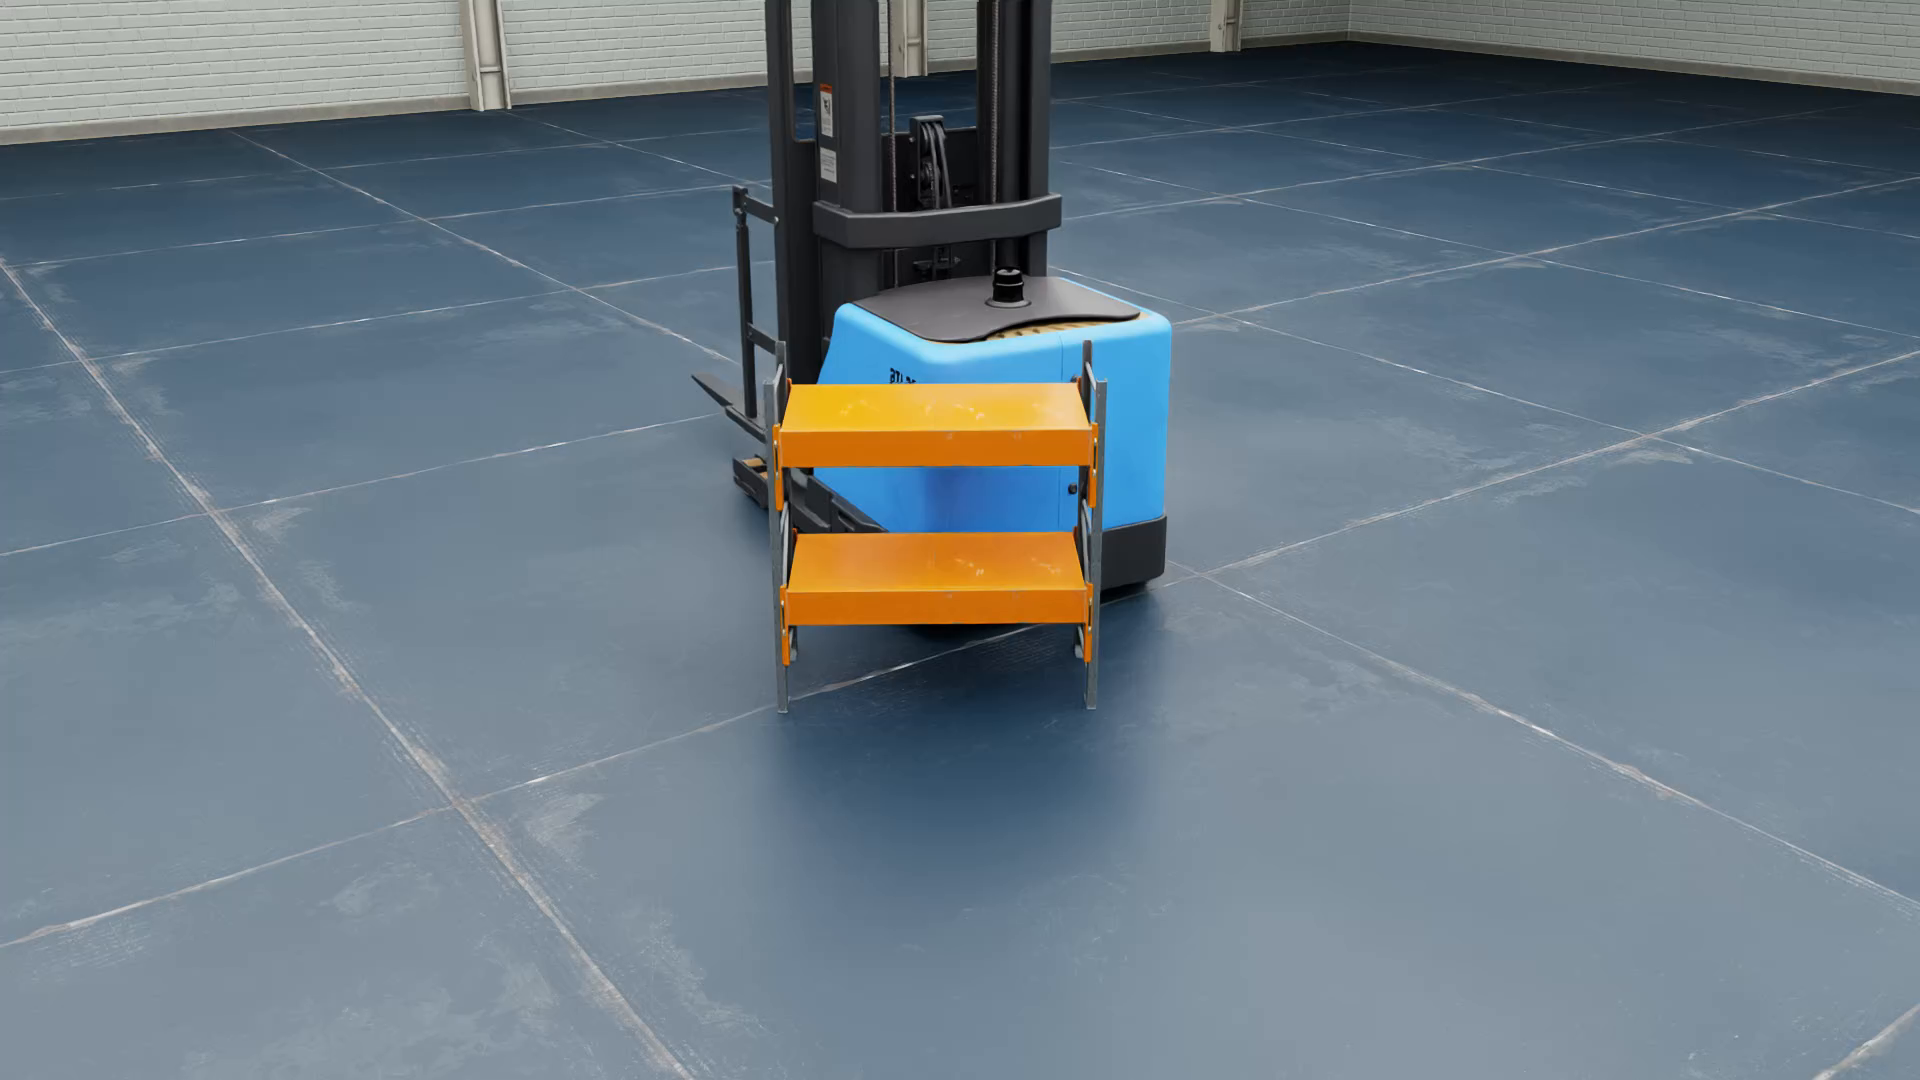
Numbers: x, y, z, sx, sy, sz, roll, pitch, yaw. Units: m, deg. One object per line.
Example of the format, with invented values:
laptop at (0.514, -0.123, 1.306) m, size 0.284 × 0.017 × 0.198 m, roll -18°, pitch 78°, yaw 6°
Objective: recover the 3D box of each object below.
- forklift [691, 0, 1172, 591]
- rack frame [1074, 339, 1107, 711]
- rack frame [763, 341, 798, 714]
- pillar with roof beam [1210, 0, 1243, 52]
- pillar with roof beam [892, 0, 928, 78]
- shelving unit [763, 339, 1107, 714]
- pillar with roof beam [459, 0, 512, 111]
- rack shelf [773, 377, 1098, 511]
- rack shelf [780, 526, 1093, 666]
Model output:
forklift at (-0.352, -1.566, 6.867) m, size 1.130 × 2.935 × 3.031 m, roll -11°, pitch 24°, yaw -26°
rack frame at (0.428, -0.052, 5.510) m, size 0.032 × 1.125 × 0.500 m, roll 0°, pitch 22°, yaw -1°
rack frame at (-0.588, -0.044, 5.488) m, size 0.032 × 1.125 × 0.500 m, roll 0°, pitch 22°, yaw -1°
pillar with roof beam at (6.691, -10.602, 21.324) m, size 0.400 × 9.000 × 9.100 m, roll -15°, pitch 26°, yaw -33°
pillar with roof beam at (1.820, -9.304, 18.070) m, size 0.400 × 9.000 × 9.100 m, roll -15°, pitch 26°, yaw -33°
shelving unit at (-0.080, -0.048, 5.499) m, size 1.048 × 1.125 × 0.538 m, roll 0°, pitch 22°, yaw -1°
pillar with roof beam at (-3.050, -8.005, 14.815) m, size 0.400 × 9.000 × 9.100 m, roll -15°, pitch 26°, yaw -33°
rack shelf at (-0.080, -0.320, 5.391) m, size 1.000 × 0.278 × 0.538 m, roll 0°, pitch 22°, yaw -1°
rack shelf at (-0.080, 0.179, 5.590) m, size 1.000 × 0.278 × 0.538 m, roll 0°, pitch 22°, yaw -1°
